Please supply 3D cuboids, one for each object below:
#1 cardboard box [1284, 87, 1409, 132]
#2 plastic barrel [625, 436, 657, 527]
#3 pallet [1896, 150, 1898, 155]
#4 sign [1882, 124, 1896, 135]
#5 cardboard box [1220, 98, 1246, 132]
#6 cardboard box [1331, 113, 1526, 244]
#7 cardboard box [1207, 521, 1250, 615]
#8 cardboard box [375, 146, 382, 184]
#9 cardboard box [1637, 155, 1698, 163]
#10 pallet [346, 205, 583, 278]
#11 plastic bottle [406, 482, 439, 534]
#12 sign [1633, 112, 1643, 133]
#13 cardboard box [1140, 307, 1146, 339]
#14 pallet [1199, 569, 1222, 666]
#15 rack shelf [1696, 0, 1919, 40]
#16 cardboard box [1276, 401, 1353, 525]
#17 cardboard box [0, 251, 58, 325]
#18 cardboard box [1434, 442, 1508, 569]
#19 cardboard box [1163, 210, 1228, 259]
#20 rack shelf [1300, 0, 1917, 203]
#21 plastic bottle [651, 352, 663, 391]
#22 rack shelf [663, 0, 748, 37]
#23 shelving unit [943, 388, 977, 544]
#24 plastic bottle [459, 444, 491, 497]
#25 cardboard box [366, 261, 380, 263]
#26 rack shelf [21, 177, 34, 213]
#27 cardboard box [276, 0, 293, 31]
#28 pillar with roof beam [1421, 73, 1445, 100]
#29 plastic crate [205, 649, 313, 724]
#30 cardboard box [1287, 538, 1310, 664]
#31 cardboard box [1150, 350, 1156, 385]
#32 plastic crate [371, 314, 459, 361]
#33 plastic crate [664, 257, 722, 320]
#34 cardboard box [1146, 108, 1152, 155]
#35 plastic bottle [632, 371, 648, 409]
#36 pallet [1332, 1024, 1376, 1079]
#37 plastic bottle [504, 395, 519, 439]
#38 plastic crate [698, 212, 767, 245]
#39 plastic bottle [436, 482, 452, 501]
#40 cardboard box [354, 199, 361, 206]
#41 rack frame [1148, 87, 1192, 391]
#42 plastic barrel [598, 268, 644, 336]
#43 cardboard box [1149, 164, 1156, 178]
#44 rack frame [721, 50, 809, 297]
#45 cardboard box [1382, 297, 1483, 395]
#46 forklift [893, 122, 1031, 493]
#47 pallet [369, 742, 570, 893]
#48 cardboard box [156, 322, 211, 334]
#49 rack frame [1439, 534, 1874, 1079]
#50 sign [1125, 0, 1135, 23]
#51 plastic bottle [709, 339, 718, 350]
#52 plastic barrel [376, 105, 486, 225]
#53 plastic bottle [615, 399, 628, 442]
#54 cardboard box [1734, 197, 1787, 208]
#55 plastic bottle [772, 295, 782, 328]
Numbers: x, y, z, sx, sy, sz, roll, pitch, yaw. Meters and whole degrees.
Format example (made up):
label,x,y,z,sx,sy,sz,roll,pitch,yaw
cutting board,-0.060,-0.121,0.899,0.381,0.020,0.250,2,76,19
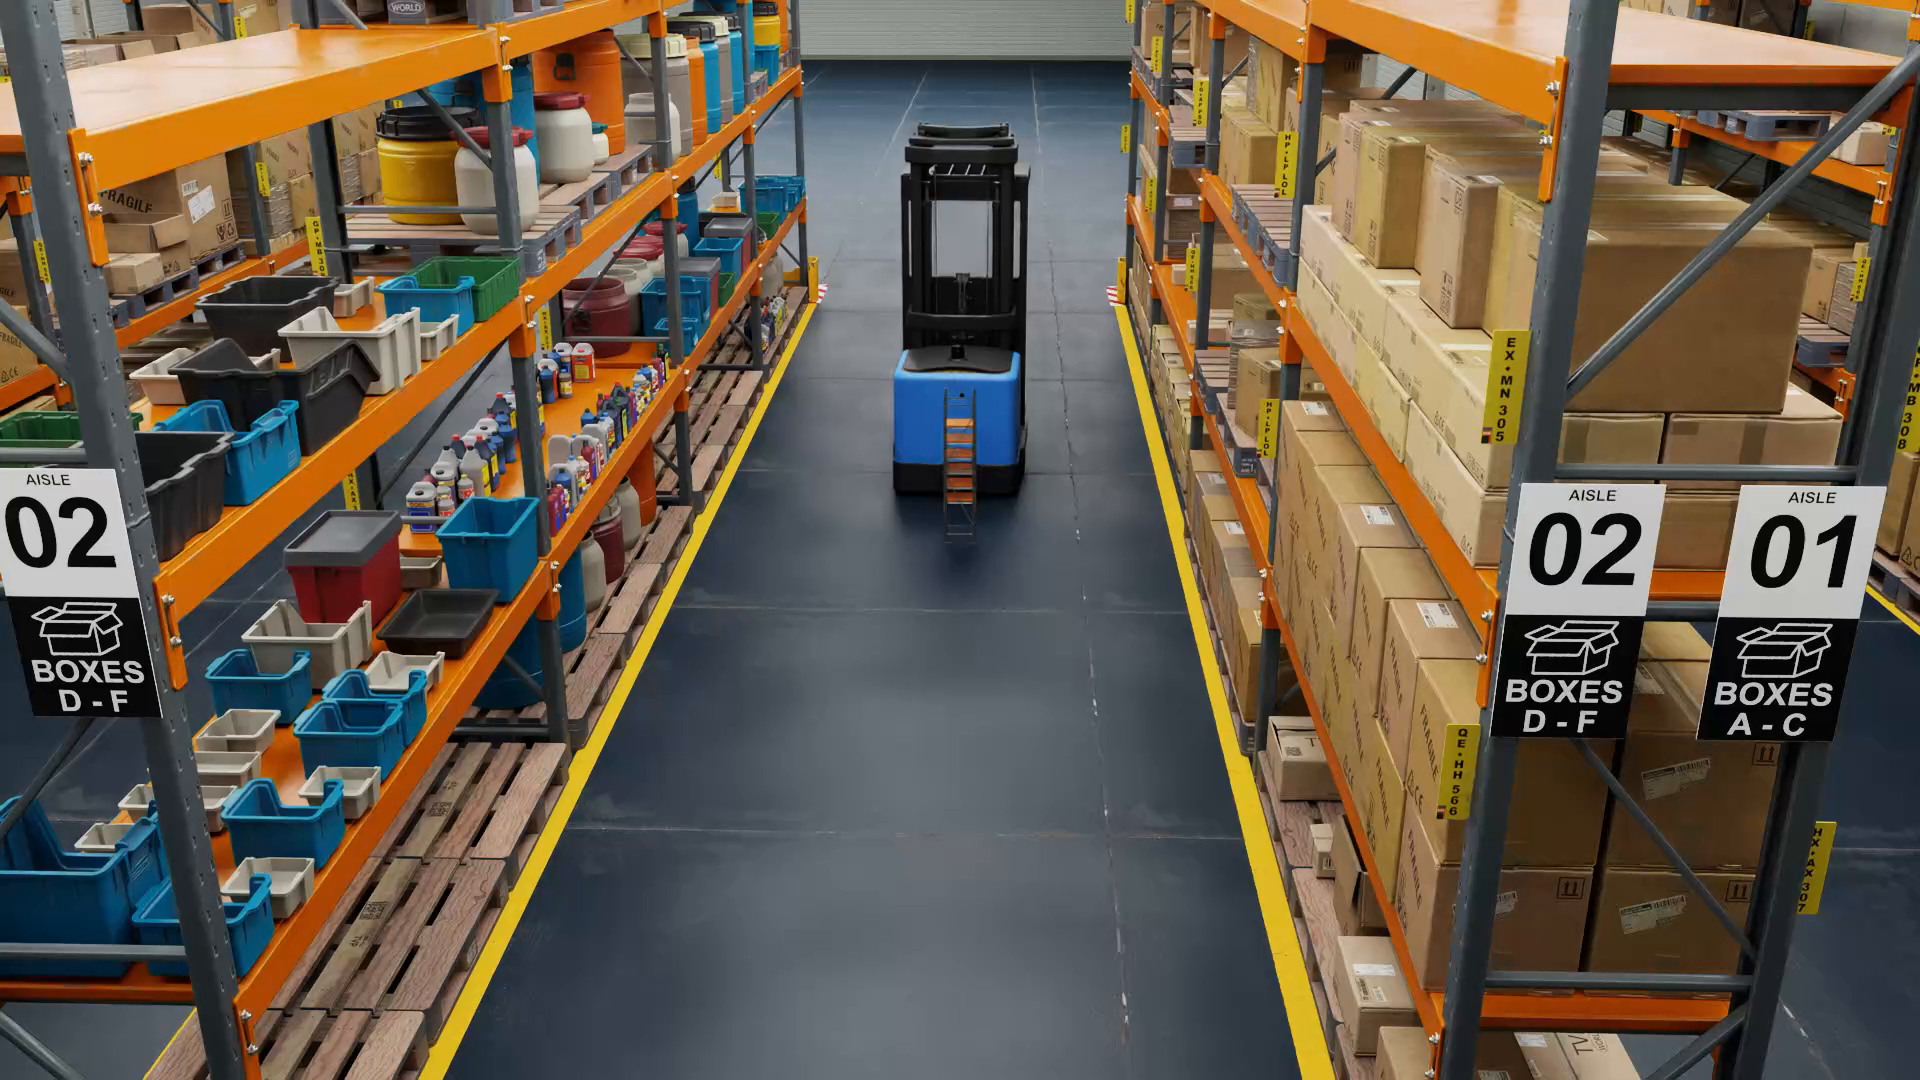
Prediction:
label,x,y,z,sx,sy,sz,roll,pitch,yaw
cardboard box,2.310,-2.394,10.048,0.600,0.600,0.600,0,21,0
plastic barrel,-2.644,-0.552,12.724,0.600,0.830,0.708,1,21,2
pallet,7.290,-2.513,11.472,1.213,0.211,1.003,2,21,4
sign,6.714,-3.082,11.964,0.100,0.325,0.005,1,21,2
cardboard box,2.262,-3.178,12.552,0.500,0.250,0.500,-1,21,-2
cardboard box,2.049,-1.598,7.334,0.700,0.500,0.500,1,21,2
cardboard box,1.964,0.192,11.234,0.500,0.500,0.500,0,21,0
cardboard box,-7.398,-4.478,19.875,0.875,0.500,0.500,1,21,2
cardboard box,7.646,-3.894,18.060,0.500,0.500,0.500,1,21,2
pallet,-2.842,-1.693,9.361,1.213,0.211,1.003,1,21,2
plastic bottle,-3.079,-0.187,9.535,0.152,0.276,0.135,1,21,2
sign,8.054,-5.002,19.736,0.100,0.325,0.005,1,21,2
cardboard box,2.247,-2.381,18.239,0.500,0.250,0.500,1,21,2
pallet,2.204,0.521,11.395,1.003,0.211,1.213,1,21,2
rack shelf,7.317,-4.434,13.563,1.077,0.370,4.000,1,21,2
cardboard box,1.887,-0.388,8.362,0.500,0.500,0.500,1,21,3
cardboard box,-7.621,-2.037,13.414,0.500,0.500,0.500,-2,21,-5
cardboard box,1.813,-0.113,5.235,0.500,0.250,0.500,1,21,2
cardboard box,2.433,-3.142,16.842,0.700,0.500,0.500,0,21,0
rack shelf,2.122,-1.779,6.174,1.077,0.370,4.000,1,21,2
plastic bottle,-2.239,-1.256,12.280,0.061,0.283,0.133,1,21,2
rack shelf,-2.586,-4.543,13.844,1.077,0.370,4.000,1,21,2
shelving unit,0.000,-0.565,12.825,0.258,1.200,0.189,1,21,2
plastic bottle,-2.923,-0.410,10.007,0.144,0.351,0.185,1,21,2
cardboard box,-7.389,-3.297,20.253,0.500,0.500,0.500,5,22,12
rack shelf,-7.536,-3.385,14.455,1.077,0.370,4.000,1,21,2
cardboard box,-7.148,-5.745,18.302,0.500,0.500,0.500,1,21,2
pillar with roof beam,4.405,-11.249,29.579,9.100,9.000,0.400,1,21,2
plastic crate,-3.084,0.653,7.349,0.416,0.233,0.300,1,21,2
cardboard box,1.883,0.277,8.029,0.500,0.500,0.500,1,21,3
cardboard box,2.166,-1.706,16.499,0.500,0.250,0.500,0,21,0
plastic crate,-2.426,-0.910,7.445,0.293,0.136,0.466,1,21,2
plastic crate,-2.291,-2.155,14.349,0.402,0.464,0.583,1,21,2
cardboard box,2.509,-4.655,18.947,0.700,0.500,0.500,0,21,0
plastic bottle,-2.273,-1.068,11.813,0.097,0.271,0.097,0,21,0
pallet,2.087,2.388,6.583,1.003,0.211,1.213,1,21,2
plastic bottle,-3.025,-0.833,11.199,0.152,0.276,0.135,1,21,2
plastic crate,-2.382,-3.150,17.086,0.767,0.338,0.504,1,21,2
plastic bottle,-3.038,-0.242,9.780,0.097,0.201,0.097,0,21,0
cardboard box,-7.192,-3.908,19.301,0.380,0.149,0.250,1,21,2
rack frame,2.426,-2.935,16.447,1.000,3.000,0.127,1,21,2
plastic barrel,-2.829,-1.971,13.808,0.421,0.512,0.421,0,21,0
cardboard box,2.273,-4.035,18.247,0.380,0.149,0.250,1,21,2
rack frame,-2.403,-4.437,20.318,1.000,3.000,0.127,1,21,2
cardboard box,1.856,-0.708,6.076,0.500,0.250,0.500,1,21,2
forklift,0.055,-2.246,14.767,1.130,2.935,3.031,1,21,4
pallet,-2.752,1.468,8.954,1.003,0.211,1.213,1,21,2
cardboard box,-7.516,-1.863,16.532,0.700,0.500,0.500,-1,21,-3
rack frame,2.061,1.404,5.265,1.000,3.000,0.127,1,21,2
sign,1.993,-6.232,19.480,0.100,0.325,0.005,1,21,2
plastic bottle,-2.649,-2.196,17.595,0.144,0.351,0.185,1,21,2
plastic barrel,-2.943,-2.113,9.340,0.600,0.588,0.600,0,21,0
plastic bottle,-2.277,-0.811,11.134,0.061,0.283,0.133,1,21,2
cardboard box,7.328,-2.950,15.739,0.700,0.500,0.500,1,21,2
plastic bottle,-2.061,-2.538,18.476,0.144,0.351,0.185,2,21,4
